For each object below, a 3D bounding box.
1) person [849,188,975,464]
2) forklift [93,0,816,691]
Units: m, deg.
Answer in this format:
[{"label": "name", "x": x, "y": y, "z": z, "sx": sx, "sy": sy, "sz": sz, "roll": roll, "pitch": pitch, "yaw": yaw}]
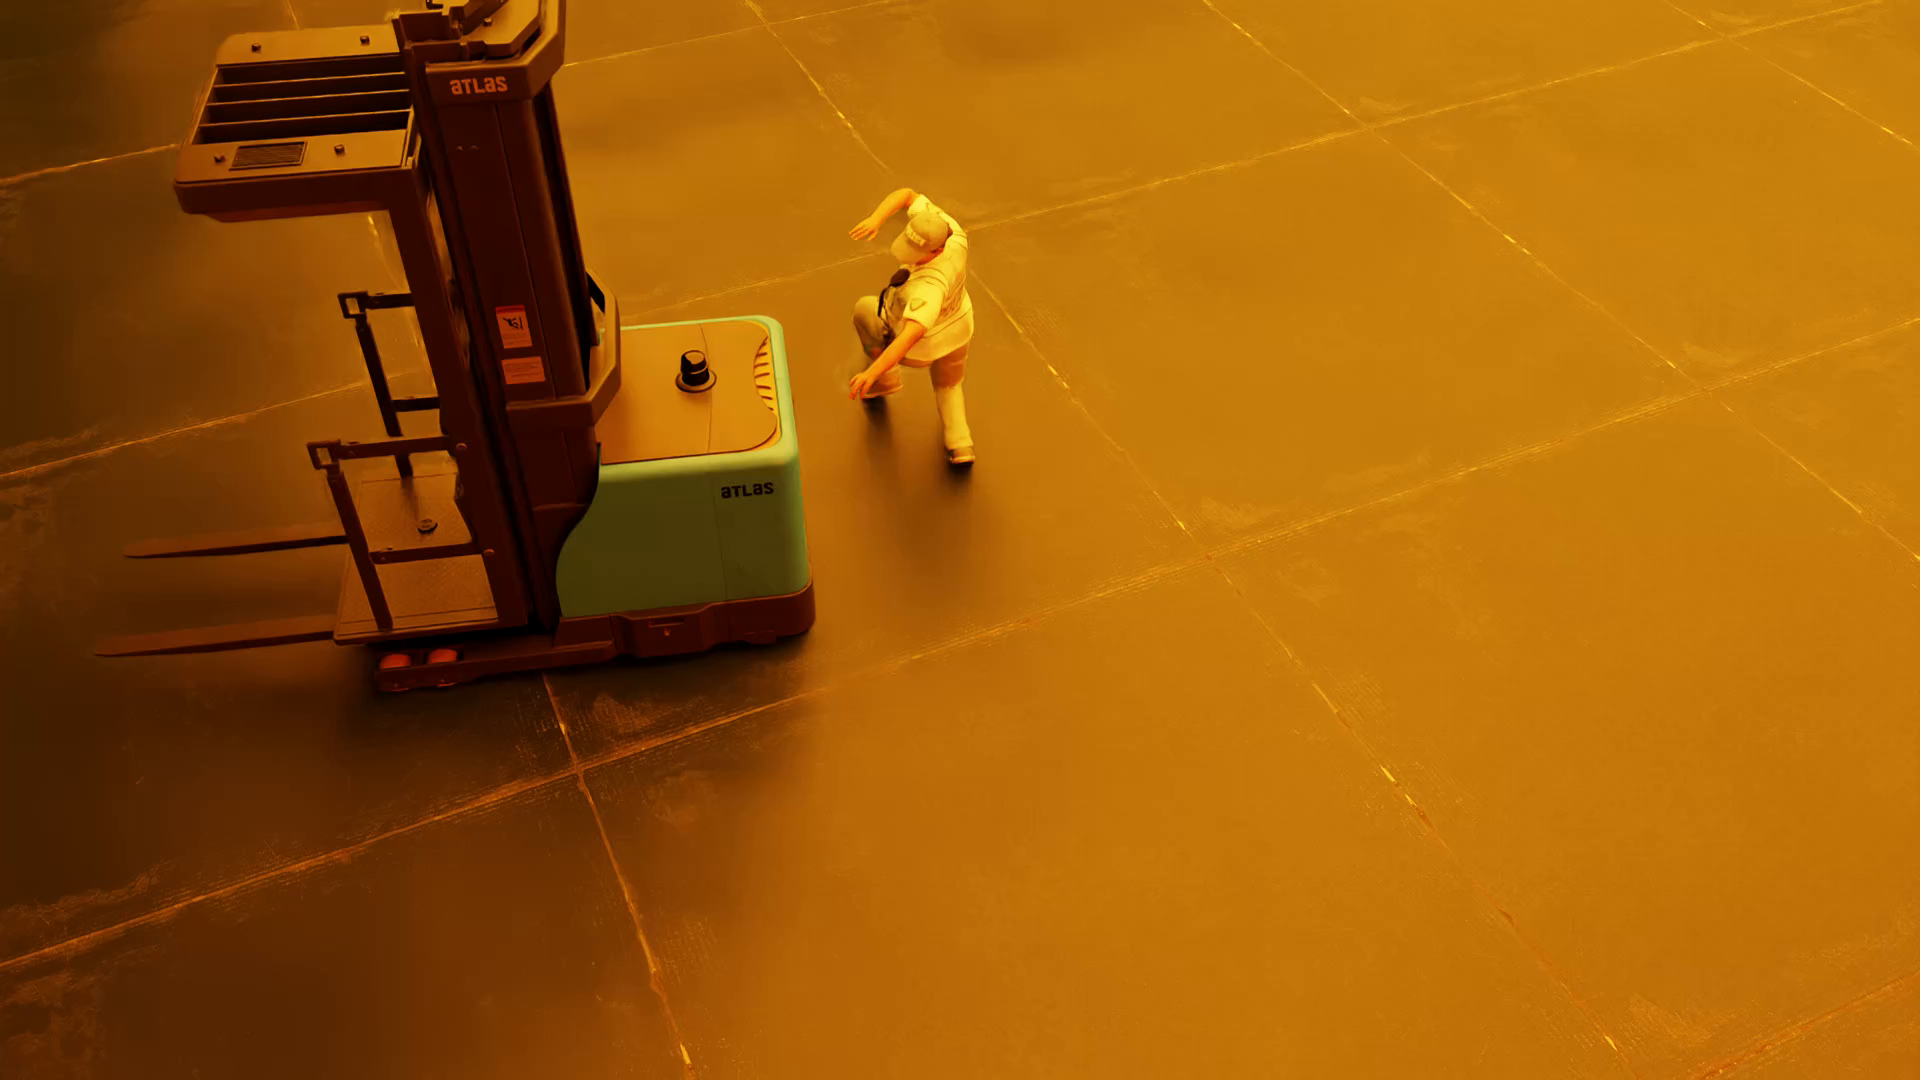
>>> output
[{"label": "person", "x": -0.356, "y": -0.951, "z": 7.852, "sx": 0.922, "sy": 1.386, "sz": 0.929, "roll": -30, "pitch": 51, "yaw": -28}, {"label": "forklift", "x": -2.201, "y": -0.811, "z": 6.549, "sx": 3.031, "sy": 2.935, "sz": 1.130, "roll": -6, "pitch": 43, "yaw": -6}]
